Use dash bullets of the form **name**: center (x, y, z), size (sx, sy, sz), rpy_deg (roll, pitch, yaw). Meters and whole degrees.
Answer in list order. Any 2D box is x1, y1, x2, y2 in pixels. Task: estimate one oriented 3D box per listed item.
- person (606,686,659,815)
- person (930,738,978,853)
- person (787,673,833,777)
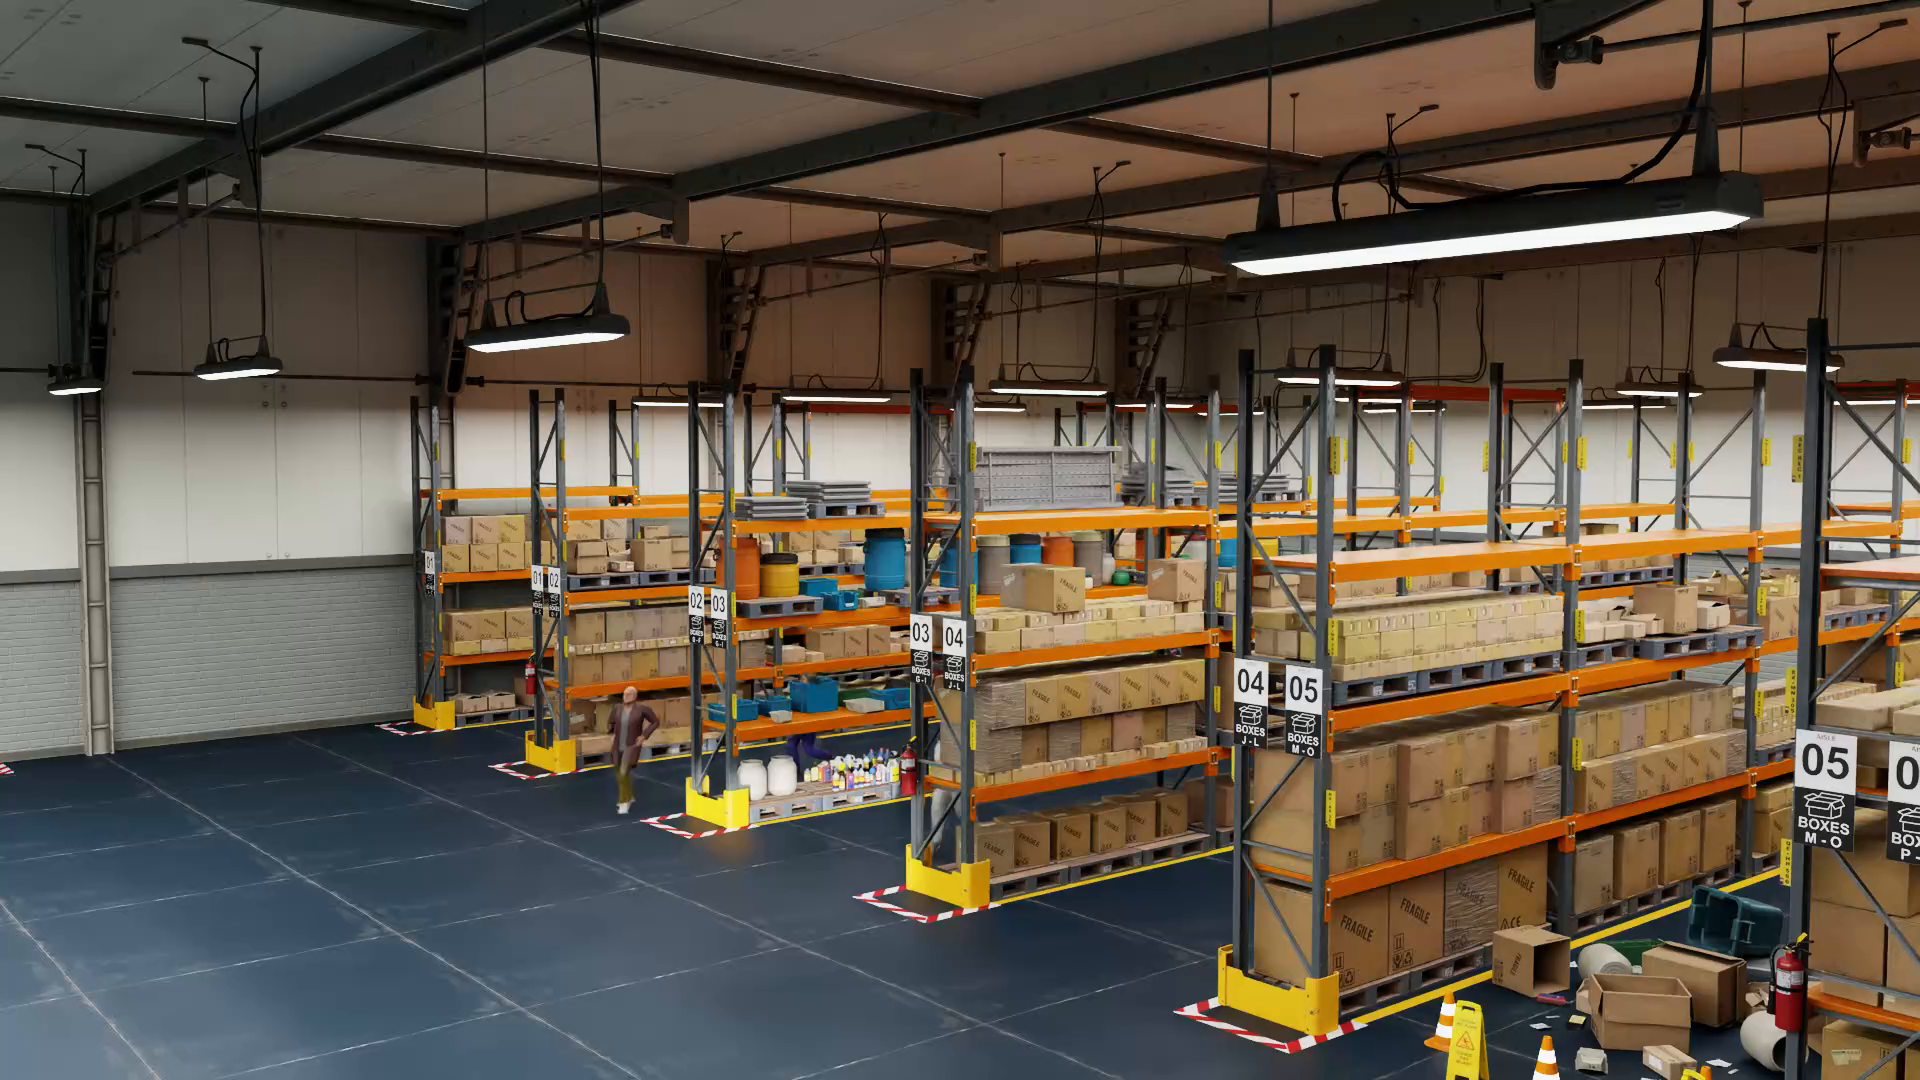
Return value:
- **person**: center (-4.606, 2.937, 23.122), size (0.708, 1.813, 0.776), rpy_deg (1, 4, 22)
- **person**: center (-0.100, 3.027, 20.868), size (0.879, 1.797, 0.665), rpy_deg (-3, 5, -44)
- **person**: center (-2.369, 2.846, 25.611), size (0.823, 1.613, 0.620), rpy_deg (-3, 4, -41)
